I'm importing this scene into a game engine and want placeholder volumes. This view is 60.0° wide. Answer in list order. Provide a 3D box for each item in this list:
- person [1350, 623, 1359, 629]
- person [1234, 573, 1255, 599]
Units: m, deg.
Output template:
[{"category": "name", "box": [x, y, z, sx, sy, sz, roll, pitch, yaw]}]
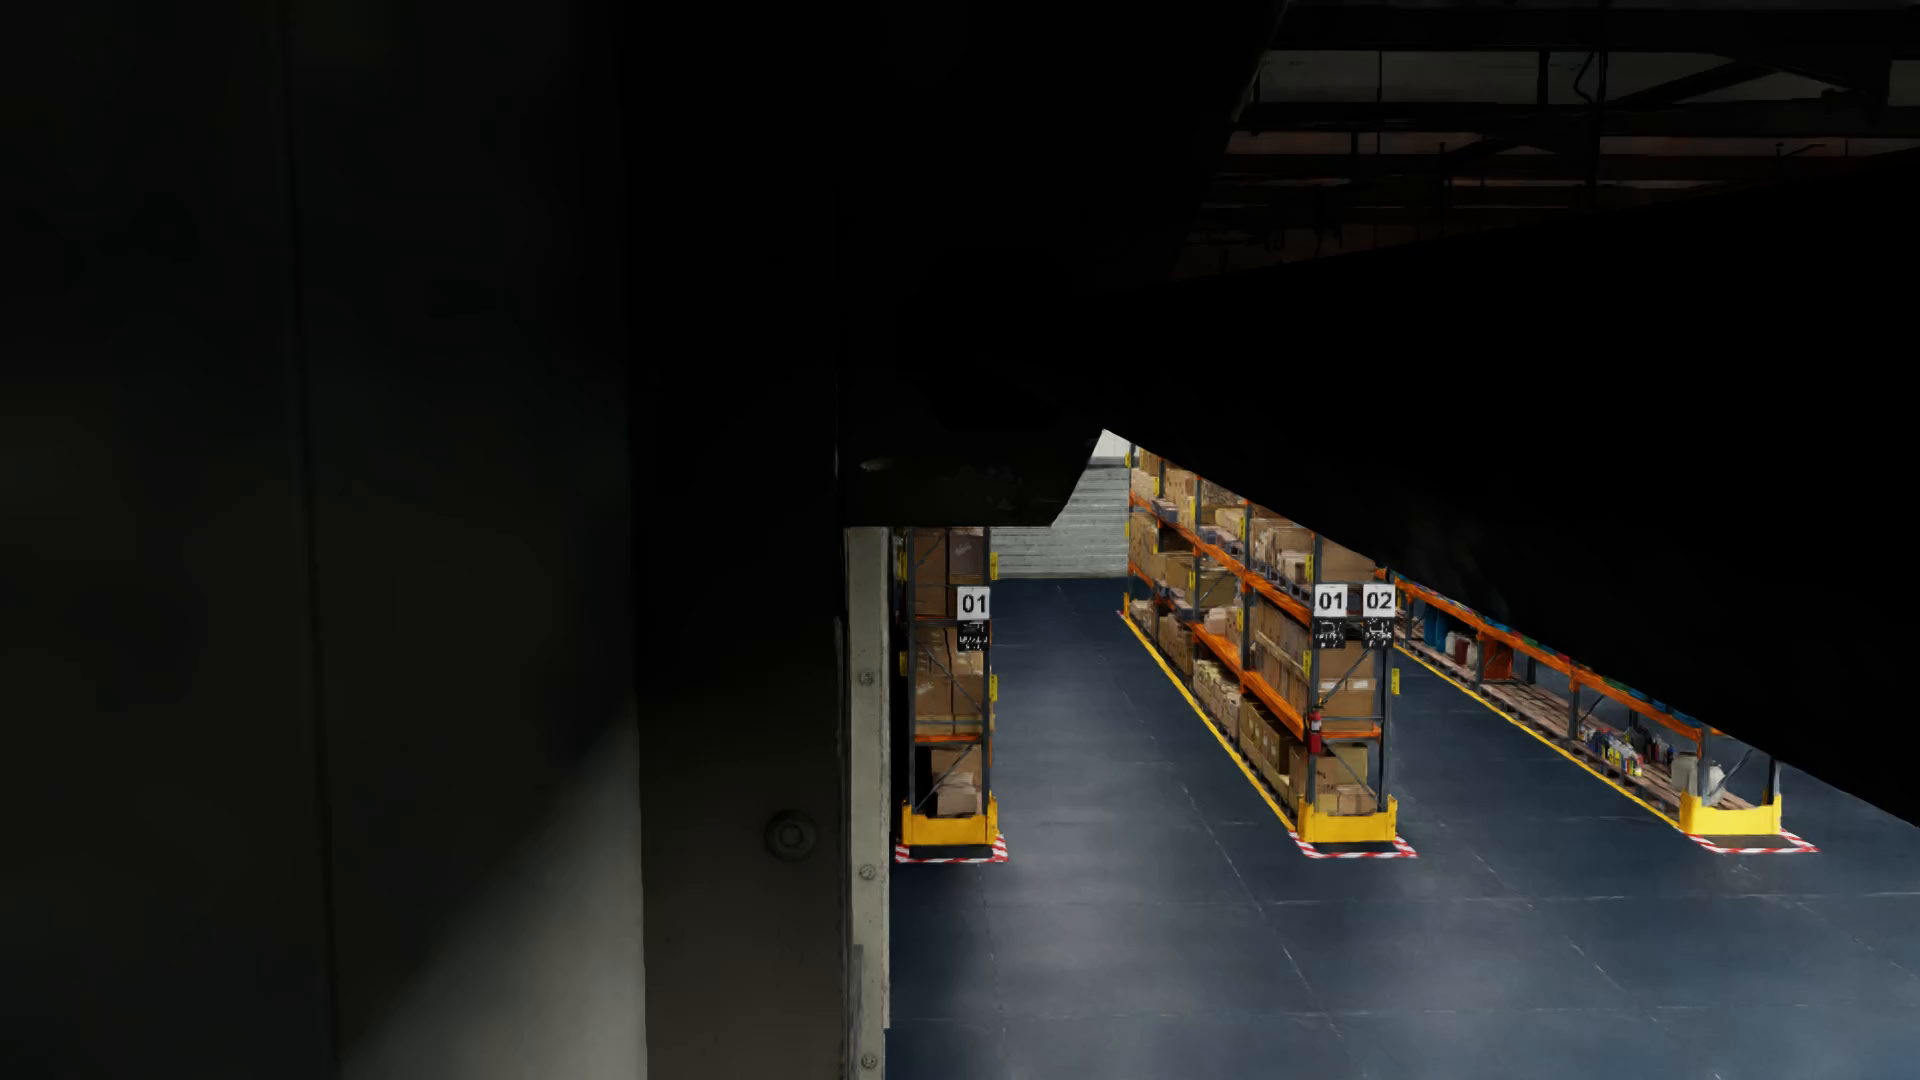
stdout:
[{"category": "person", "box": [7.445, 1.436, 31.957, 0.482, 1.589, 1.086, 0, 7, 0]}, {"category": "person", "box": [6.401, 0.731, 37.076, 0.677, 1.742, 0.552, 0, 7, -4]}]
